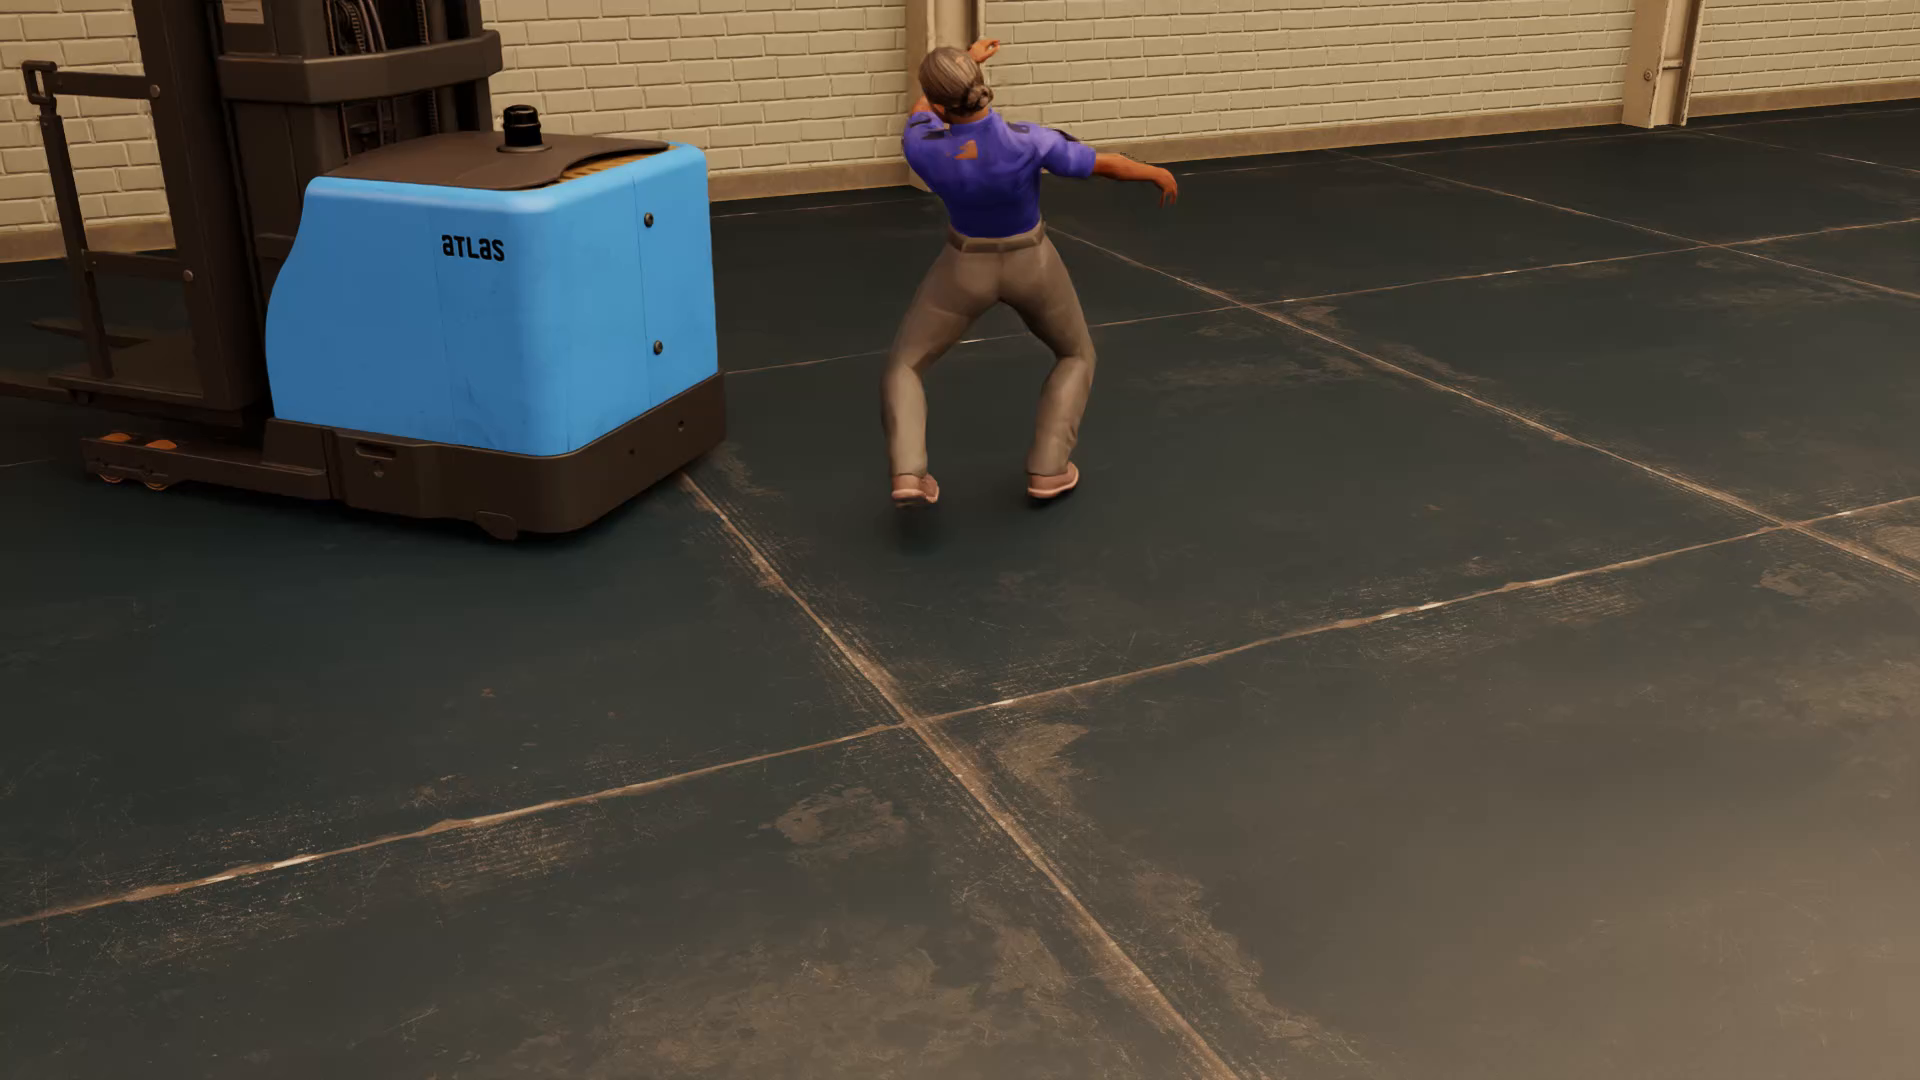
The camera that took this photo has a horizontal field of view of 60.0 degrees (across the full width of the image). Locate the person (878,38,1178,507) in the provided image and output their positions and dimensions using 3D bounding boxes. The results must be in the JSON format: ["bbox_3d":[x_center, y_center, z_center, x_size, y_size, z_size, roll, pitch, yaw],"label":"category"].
[{"bbox_3d":[0.219,-0.827,5.192,0.966,1.438,0.755,-3,23,-6],"label":"person"}]

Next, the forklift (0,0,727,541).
[{"bbox_3d":[-2.381,-1.694,5.364,3.031,2.935,1.130,9,24,20],"label":"forklift"}]
